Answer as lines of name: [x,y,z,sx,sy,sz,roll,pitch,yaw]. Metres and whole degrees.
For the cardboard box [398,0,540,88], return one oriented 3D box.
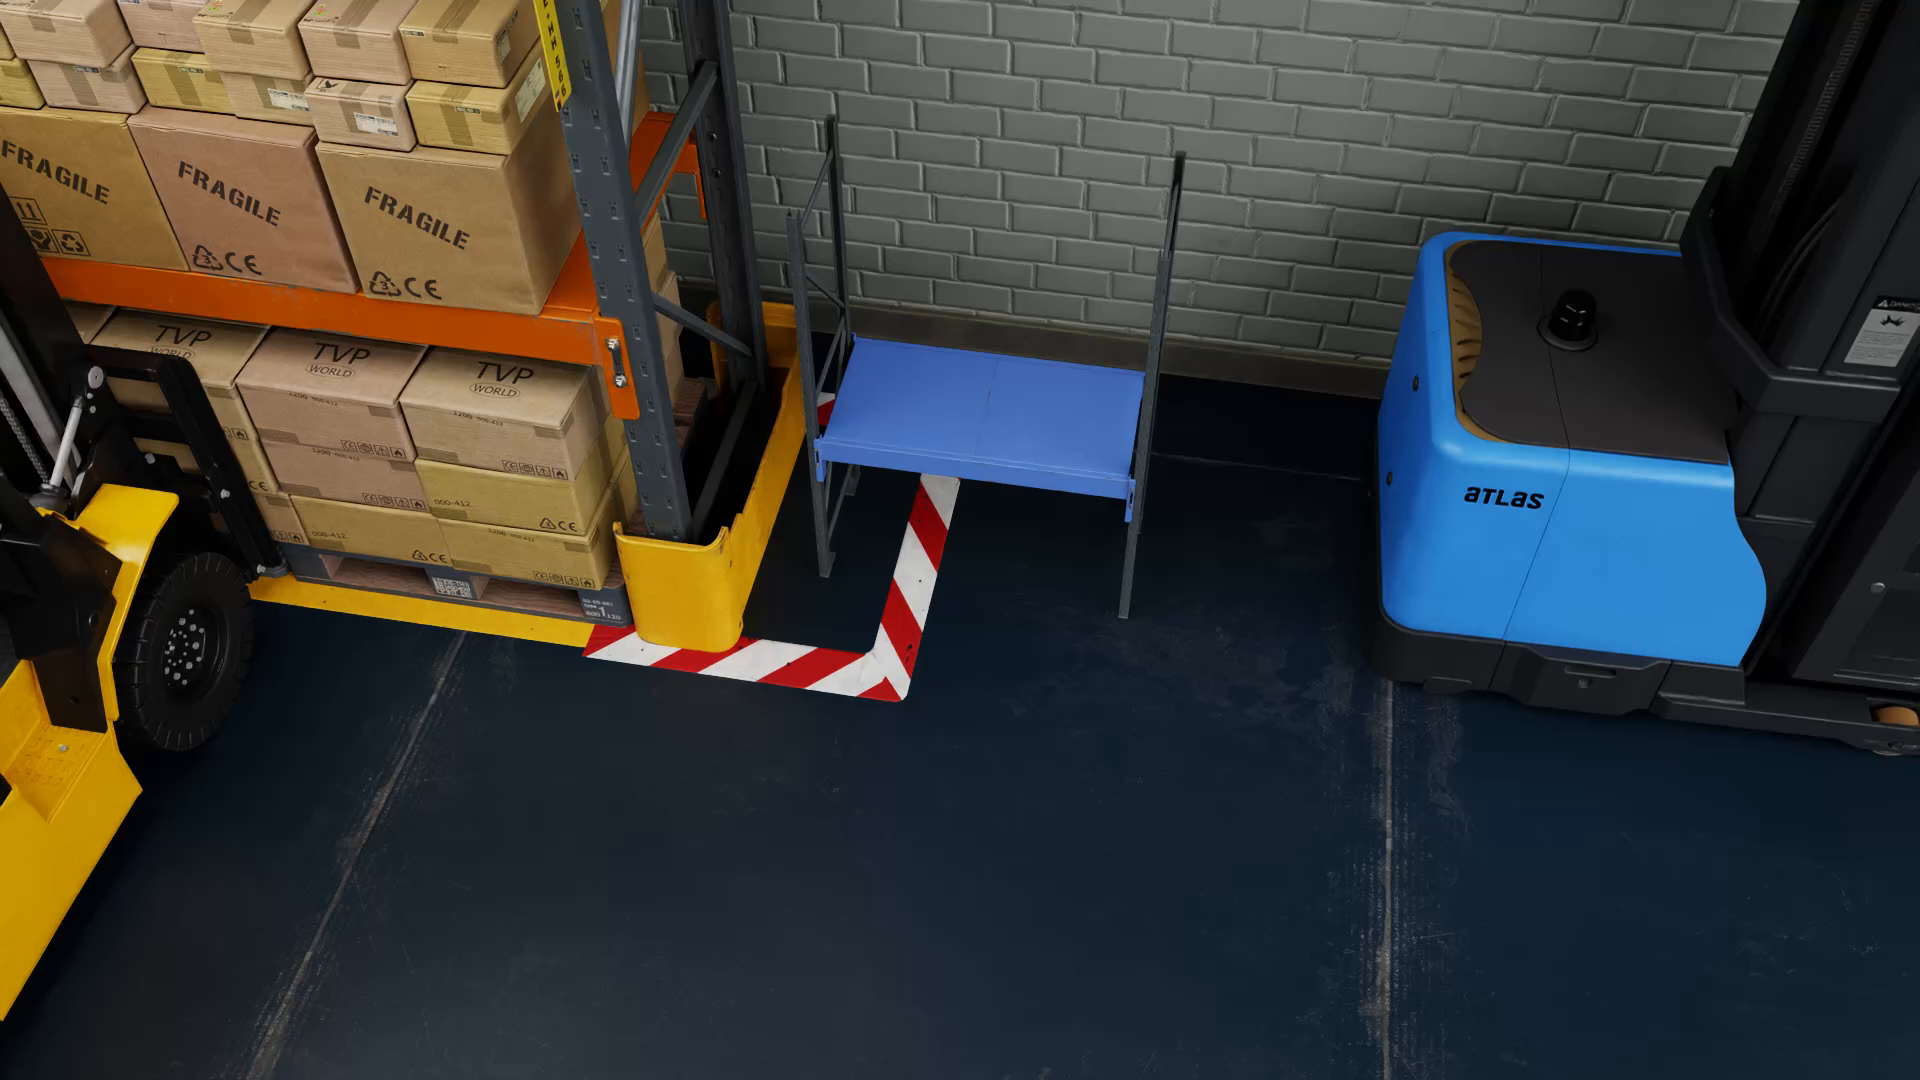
cardboard box: [-1.219,-1.324,4.220,0.250,0.149,0.380,8,49,7]

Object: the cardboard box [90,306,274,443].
cardboard box: [-2.339,-0.592,5.159,0.500,0.250,0.500,8,49,7]

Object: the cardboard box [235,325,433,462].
cardboard box: [-1.841,-0.532,5.106,0.500,0.250,0.500,8,49,8]

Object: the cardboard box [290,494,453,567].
cardboard box: [-1.835,-0.206,5.485,0.500,0.250,0.500,8,49,7]

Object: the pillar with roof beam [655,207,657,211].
pillar with roof beam: [-2.119,-0.687,0.317,0.400,9.000,9.100,8,49,7]

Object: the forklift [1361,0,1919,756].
forklift: [2.858,-0.717,4.424,3.031,2.935,1.130,6,48,6]

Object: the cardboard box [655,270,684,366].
cardboard box: [-1.255,-0.684,5.578,0.500,0.250,0.500,8,49,8]

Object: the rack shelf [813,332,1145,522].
rack shelf: [0.084,-0.370,5.316,1.000,0.185,0.538,8,49,7]

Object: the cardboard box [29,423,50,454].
cardboard box: [-2.858,-0.501,5.414,0.500,0.250,0.500,8,48,7]

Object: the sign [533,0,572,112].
sign: [-0.939,-1.152,3.831,0.005,0.325,0.100,8,49,7]

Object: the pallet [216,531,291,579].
pallet: [-2.786,-0.383,5.952,1.213,0.211,1.003,8,49,7]

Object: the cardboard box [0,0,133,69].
cardboard box: [-2.237,-1.389,4.278,0.250,0.149,0.380,9,49,8]

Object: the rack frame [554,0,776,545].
rack frame: [-0.829,-1.081,4.705,0.127,3.000,1.000,8,49,7]

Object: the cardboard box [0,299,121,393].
cardboard box: [-2.837,-0.664,5.224,0.500,0.250,0.500,7,48,6]

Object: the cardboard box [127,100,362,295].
cardboard box: [-1.869,-1.063,4.621,0.500,0.500,0.500,9,49,8]

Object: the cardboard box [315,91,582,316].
cardboard box: [-1.360,-0.987,4.553,0.500,0.500,0.500,7,48,6]

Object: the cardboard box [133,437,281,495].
cardboard box: [-2.367,-0.432,5.352,0.500,0.250,0.500,7,48,6]

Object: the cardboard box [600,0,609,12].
cardboard box: [-1.116,-1.566,4.637,0.250,0.149,0.380,7,48,6]

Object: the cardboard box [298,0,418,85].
cardboard box: [-1.467,-1.334,4.228,0.250,0.149,0.380,8,49,7]

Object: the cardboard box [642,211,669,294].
cardboard box: [-1.268,-0.839,5.381,0.500,0.250,0.500,7,48,6]

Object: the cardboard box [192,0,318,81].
cardboard box: [-1.729,-1.348,4.242,0.250,0.149,0.380,9,49,8]

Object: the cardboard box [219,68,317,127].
cardboard box: [-1.721,-1.263,4.365,0.250,0.149,0.380,8,49,8]

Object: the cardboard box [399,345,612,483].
cardboard box: [-1.337,-0.469,5.049,0.500,0.250,0.500,9,49,8]

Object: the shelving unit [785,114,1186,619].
shelving unit: [0.084,-0.490,5.182,1.048,1.500,0.538,8,49,7]

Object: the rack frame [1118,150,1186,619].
rack frame: [0.584,-0.423,5.122,0.032,1.500,0.500,8,49,7]

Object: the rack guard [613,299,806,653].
rack guard: [-0.805,-0.242,5.632,0.348,0.500,1.175,8,49,7]

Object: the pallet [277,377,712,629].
pallet: [-1.589,-0.220,5.805,1.213,0.211,1.003,8,49,7]

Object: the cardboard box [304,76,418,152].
cardboard box: [-1.477,-1.184,4.294,0.250,0.149,0.380,8,49,7]

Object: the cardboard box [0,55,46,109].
cardboard box: [-2.486,-1.324,4.420,0.250,0.149,0.380,8,49,7]

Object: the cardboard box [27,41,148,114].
cardboard box: [-2.234,-1.305,4.403,0.250,0.149,0.380,6,48,6]

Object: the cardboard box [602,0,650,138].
cardboard box: [-1.267,-1.383,4.909,0.500,0.500,0.500,9,49,8]

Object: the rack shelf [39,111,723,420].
rack shelf: [-2.797,-1.105,5.210,4.000,0.370,1.077,8,49,7]

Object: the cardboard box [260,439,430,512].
cardboard box: [-1.855,-0.379,5.304,0.500,0.250,0.500,7,48,6]

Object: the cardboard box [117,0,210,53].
cardboard box: [-1.961,-1.436,4.320,0.250,0.149,0.380,8,49,7]

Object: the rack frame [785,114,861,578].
rack frame: [-0.416,-0.557,5.242,0.032,1.500,0.500,8,49,7]

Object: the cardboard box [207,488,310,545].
cardboard box: [-2.326,-0.279,5.550,0.500,0.250,0.500,8,49,7]

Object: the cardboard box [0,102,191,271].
cardboard box: [-2.373,-1.130,4.682,0.500,0.500,0.500,7,48,6]

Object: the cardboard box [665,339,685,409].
cardboard box: [-1.277,-0.510,5.758,0.500,0.250,0.500,8,49,7]

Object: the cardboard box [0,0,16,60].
cardboard box: [-2.493,-1.419,4.305,0.250,0.149,0.380,9,49,8]

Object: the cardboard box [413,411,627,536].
cardboard box: [-1.363,-0.305,5.238,0.500,0.250,0.500,7,48,6]

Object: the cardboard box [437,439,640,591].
cardboard box: [-1.347,-0.133,5.419,0.500,0.250,0.500,8,49,7]

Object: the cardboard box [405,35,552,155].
cardboard box: [-1.220,-1.172,4.283,0.250,0.149,0.380,8,49,7]

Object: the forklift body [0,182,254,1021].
forklift body: [-3.019,0.287,4.046,1.214,2.155,2.313,8,49,7]

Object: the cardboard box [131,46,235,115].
cardboard box: [-1.963,-1.304,4.402,0.250,0.149,0.380,7,48,7]
